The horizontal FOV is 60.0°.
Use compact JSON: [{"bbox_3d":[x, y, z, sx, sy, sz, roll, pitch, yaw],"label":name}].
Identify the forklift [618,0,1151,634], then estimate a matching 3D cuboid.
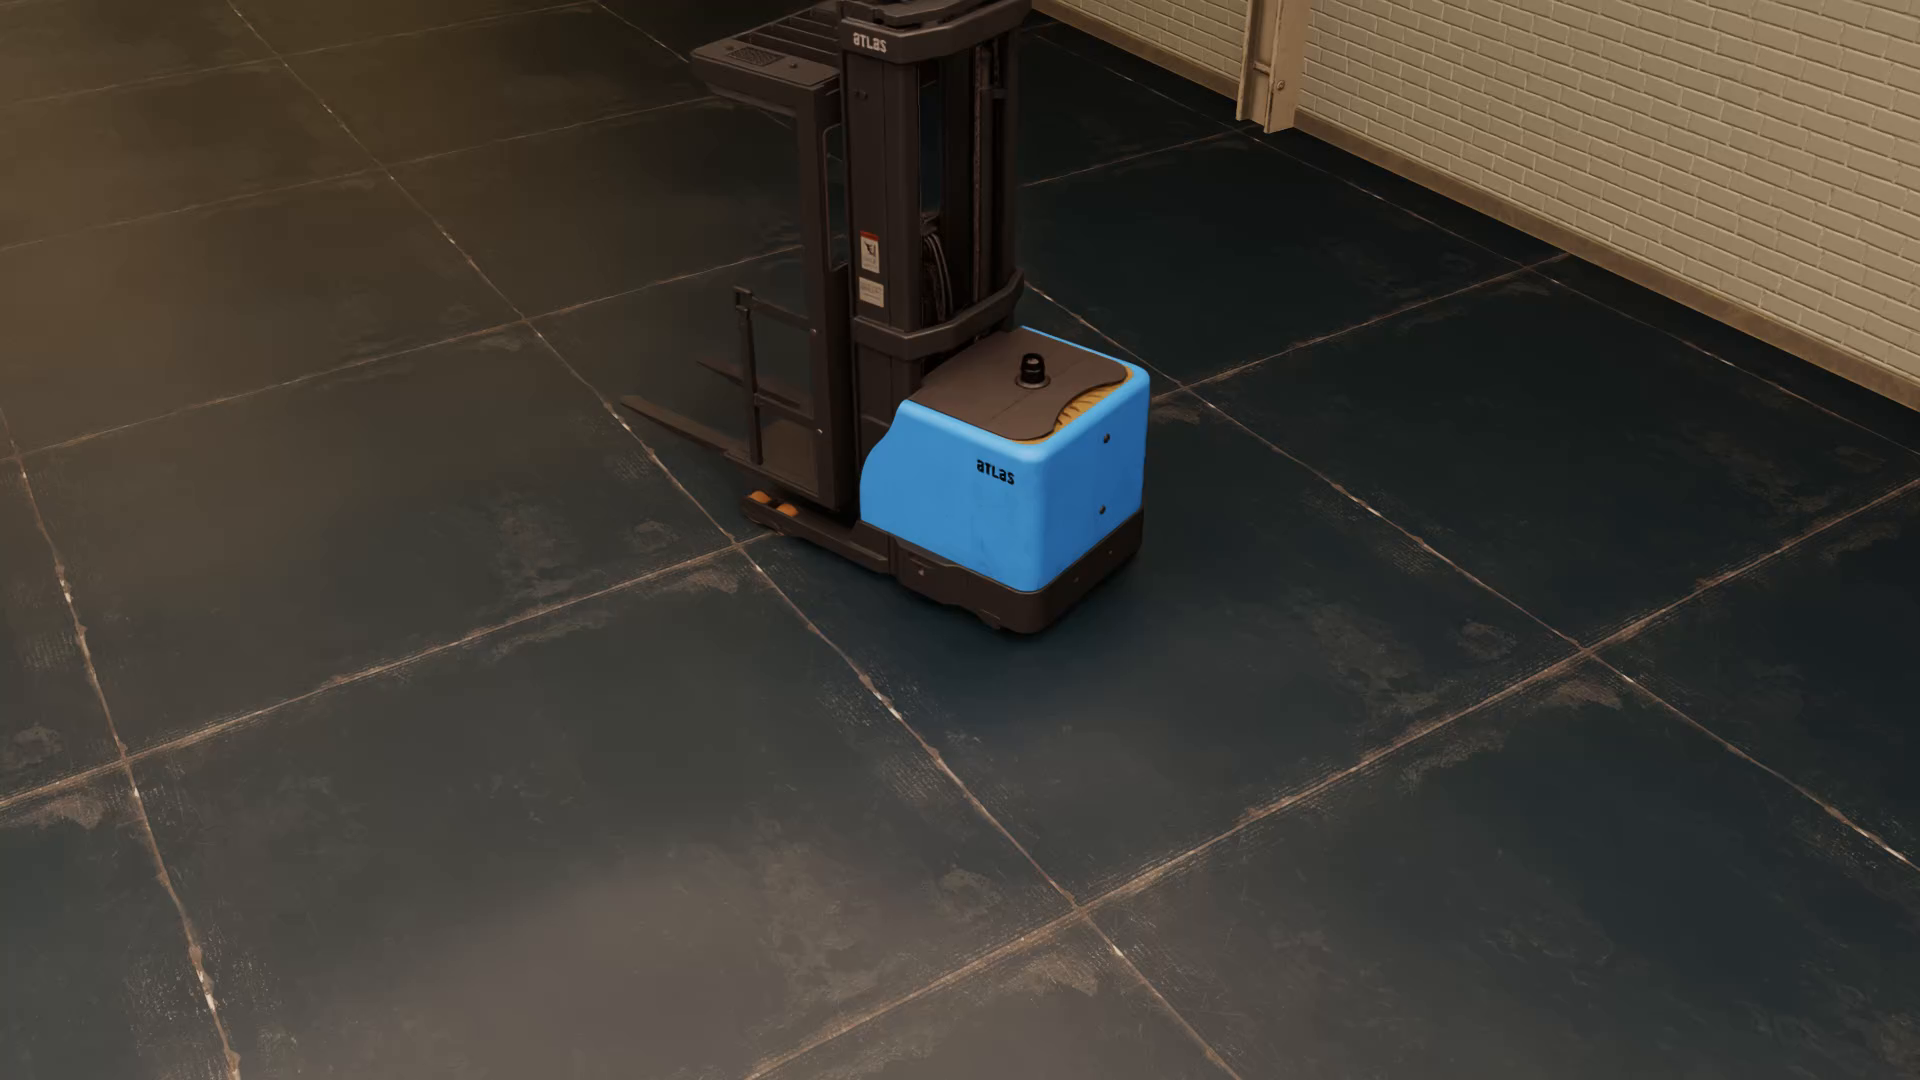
[{"bbox_3d":[-0.543,-1.438,8.194,3.031,2.935,1.130,24,42,30],"label":"forklift"}]
